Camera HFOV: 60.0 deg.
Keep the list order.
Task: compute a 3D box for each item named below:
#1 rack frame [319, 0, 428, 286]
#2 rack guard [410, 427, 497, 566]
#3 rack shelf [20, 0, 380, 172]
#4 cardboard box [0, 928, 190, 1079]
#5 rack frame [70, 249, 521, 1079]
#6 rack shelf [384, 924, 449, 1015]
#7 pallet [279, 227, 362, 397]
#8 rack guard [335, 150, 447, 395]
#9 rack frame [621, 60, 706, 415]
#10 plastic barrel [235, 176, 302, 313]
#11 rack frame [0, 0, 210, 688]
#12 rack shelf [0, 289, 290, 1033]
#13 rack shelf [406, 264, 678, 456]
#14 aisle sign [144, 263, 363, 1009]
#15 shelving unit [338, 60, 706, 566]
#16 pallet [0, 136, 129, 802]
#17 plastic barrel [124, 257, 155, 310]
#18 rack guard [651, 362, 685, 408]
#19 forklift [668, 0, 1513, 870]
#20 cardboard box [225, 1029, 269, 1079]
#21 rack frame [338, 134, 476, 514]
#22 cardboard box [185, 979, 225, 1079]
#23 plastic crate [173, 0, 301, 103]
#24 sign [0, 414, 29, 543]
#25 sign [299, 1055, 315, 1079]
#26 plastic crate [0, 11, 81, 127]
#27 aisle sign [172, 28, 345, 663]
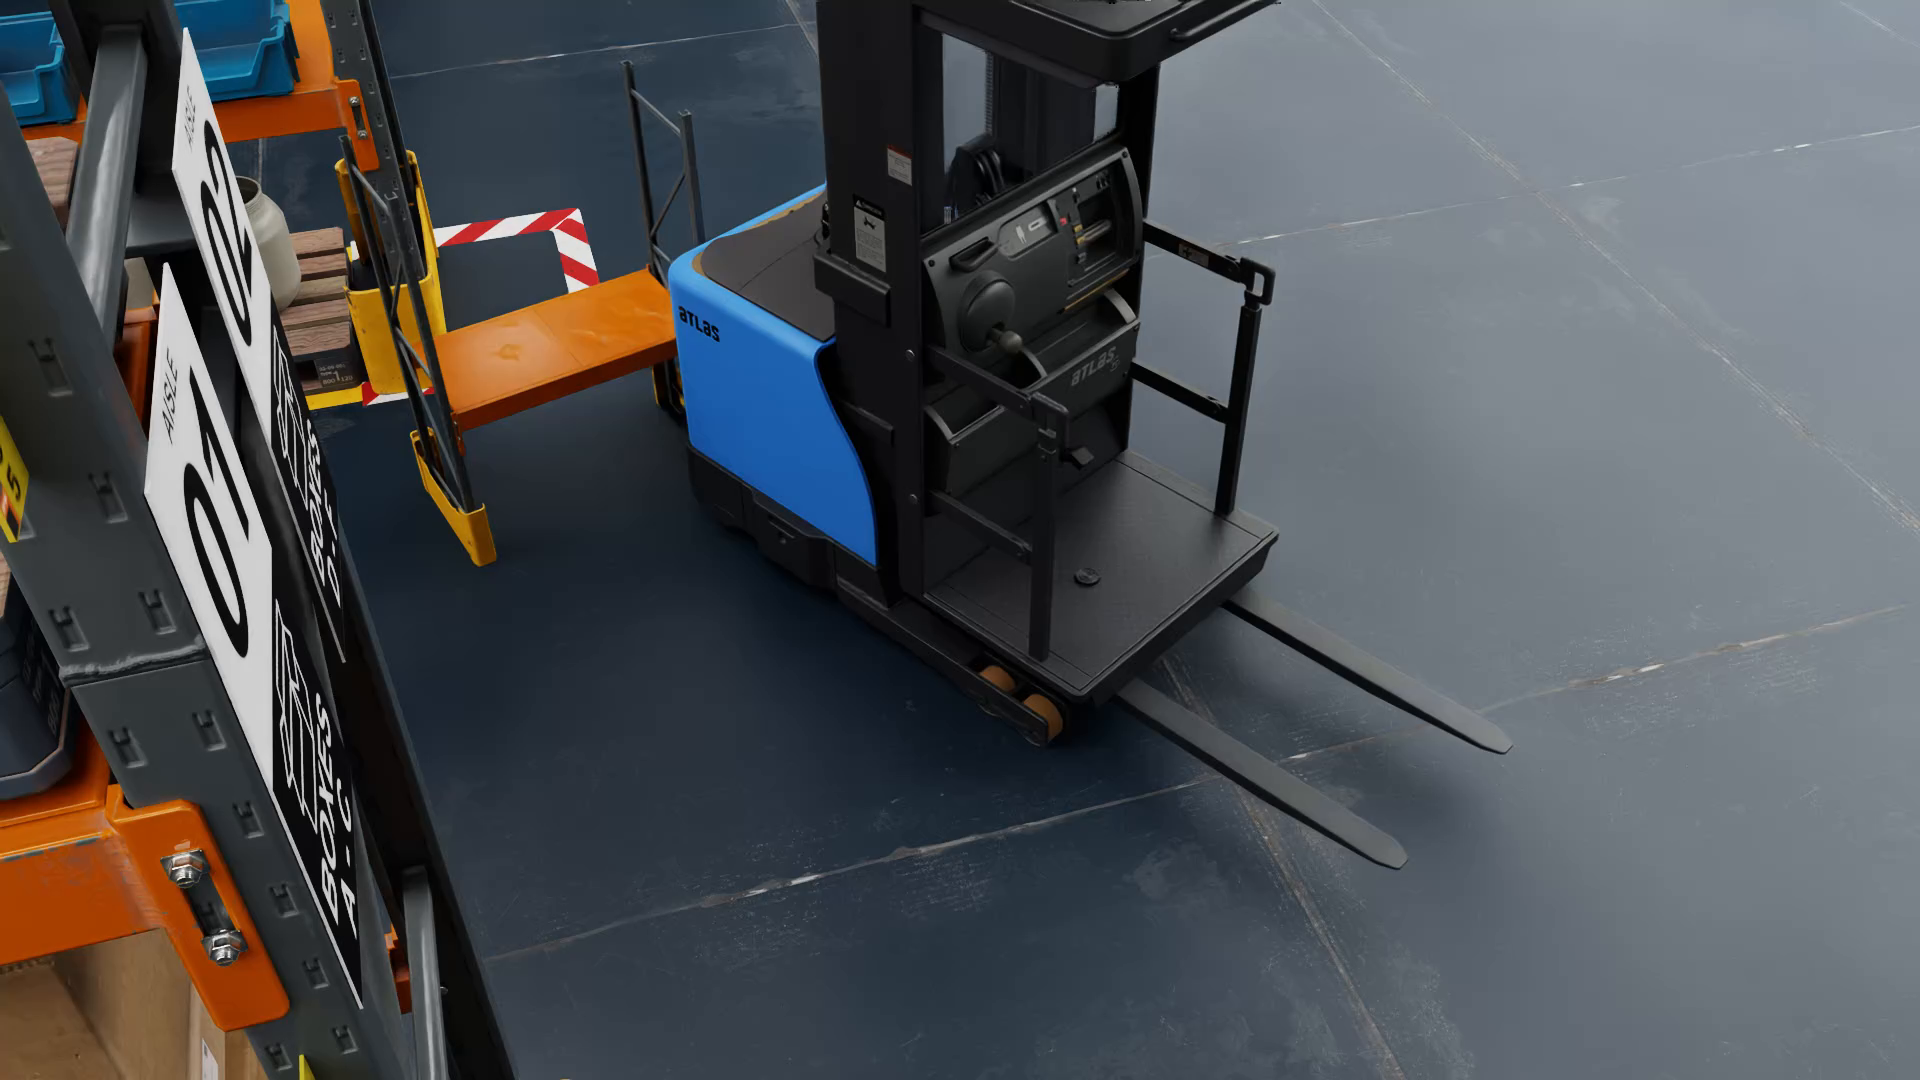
[{"bbox_3d":[-2.400,-2.169,6.453,0.127,3.000,1.000,-12,42,-13],"label":"rack frame"},{"bbox_3d":[-1.905,-0.167,6.251,0.087,0.250,0.587,-24,46,-25],"label":"rack guard"},{"bbox_3d":[-4.307,-1.503,6.237,4.000,0.370,1.077,-12,42,-13],"label":"rack shelf"},{"bbox_3d":[-1.415,0.509,2.326,0.500,0.500,0.700,-12,42,-13],"label":"cardboard box"},{"bbox_3d":[-0.915,0.940,2.894,0.127,3.000,1.000,-12,42,-13],"label":"rack frame"},{"bbox_3d":[-2.823,1.606,2.678,4.000,0.370,1.077,-12,42,-13],"label":"rack shelf"},{"bbox_3d":[-3.235,-0.917,7.139,1.213,0.211,1.003,-12,42,-13],"label":"pallet"},{"bbox_3d":[-2.458,-1.183,7.224,0.348,0.500,1.175,-12,42,-13],"label":"rack guard"},{"bbox_3d":[-1.059,-1.007,6.262,0.032,1.500,0.500,-24,46,-25],"label":"rack frame"},{"bbox_3d":[-3.005,-1.212,6.929,0.421,0.512,0.421,0,41,0],"label":"plastic barrel"},{"bbox_3d":[-0.915,-1.319,0.920,0.127,3.000,1.000,-12,42,-13],"label":"rack frame"},{"bbox_3d":[-2.823,0.477,1.691,4.000,0.370,1.077,-12,42,-13],"label":"rack shelf"},{"bbox_3d":[-1.483,-0.687,6.169,1.000,0.185,0.538,-24,46,-25],"label":"rack shelf"},{"bbox_3d":[-0.765,0.133,1.842,0.004,0.787,0.394,-12,42,-13],"label":"aisle sign"},{"bbox_3d":[-1.490,-0.819,6.047,1.083,1.500,0.587,-24,46,-25],"label":"shelving unit"},{"bbox_3d":[-1.598,-0.033,1.795,1.213,0.211,1.003,-12,42,-13],"label":"pallet"},{"bbox_3d":[-3.483,-1.113,6.816,0.421,0.512,0.421,0,41,0],"label":"plastic barrel"},{"bbox_3d":[-1.075,-0.529,6.666,0.087,0.250,0.587,-24,46,-25],"label":"rack guard"},{"bbox_3d":[0.394,-0.821,4.962,3.031,2.935,1.130,32,50,31],"label":"forklift"},{"bbox_3d":[-1.365,0.987,2.765,0.500,0.500,0.700,-12,42,-13],"label":"cardboard box"},{"bbox_3d":[-1.906,-0.637,5.840,0.032,1.500,0.500,-24,46,-25],"label":"rack frame"},{"bbox_3d":[-1.223,0.853,2.424,0.250,0.149,0.380,-12,43,-14],"label":"cardboard box"},{"bbox_3d":[-2.787,-1.826,6.173,0.616,0.251,0.499,-12,42,-13],"label":"plastic crate"},{"bbox_3d":[-0.766,-0.150,1.249,0.005,0.325,0.100,-12,42,-13],"label":"sign"},{"bbox_3d":[-0.766,0.758,2.042,0.005,0.325,0.100,-12,42,-13],"label":"sign"},{"bbox_3d":[-3.408,-1.701,6.031,0.408,0.251,0.499,-12,42,-13],"label":"plastic crate"},{"bbox_3d":[-0.945,-0.244,2.273,0.004,0.787,0.394,-12,42,-13],"label":"aisle sign"}]
